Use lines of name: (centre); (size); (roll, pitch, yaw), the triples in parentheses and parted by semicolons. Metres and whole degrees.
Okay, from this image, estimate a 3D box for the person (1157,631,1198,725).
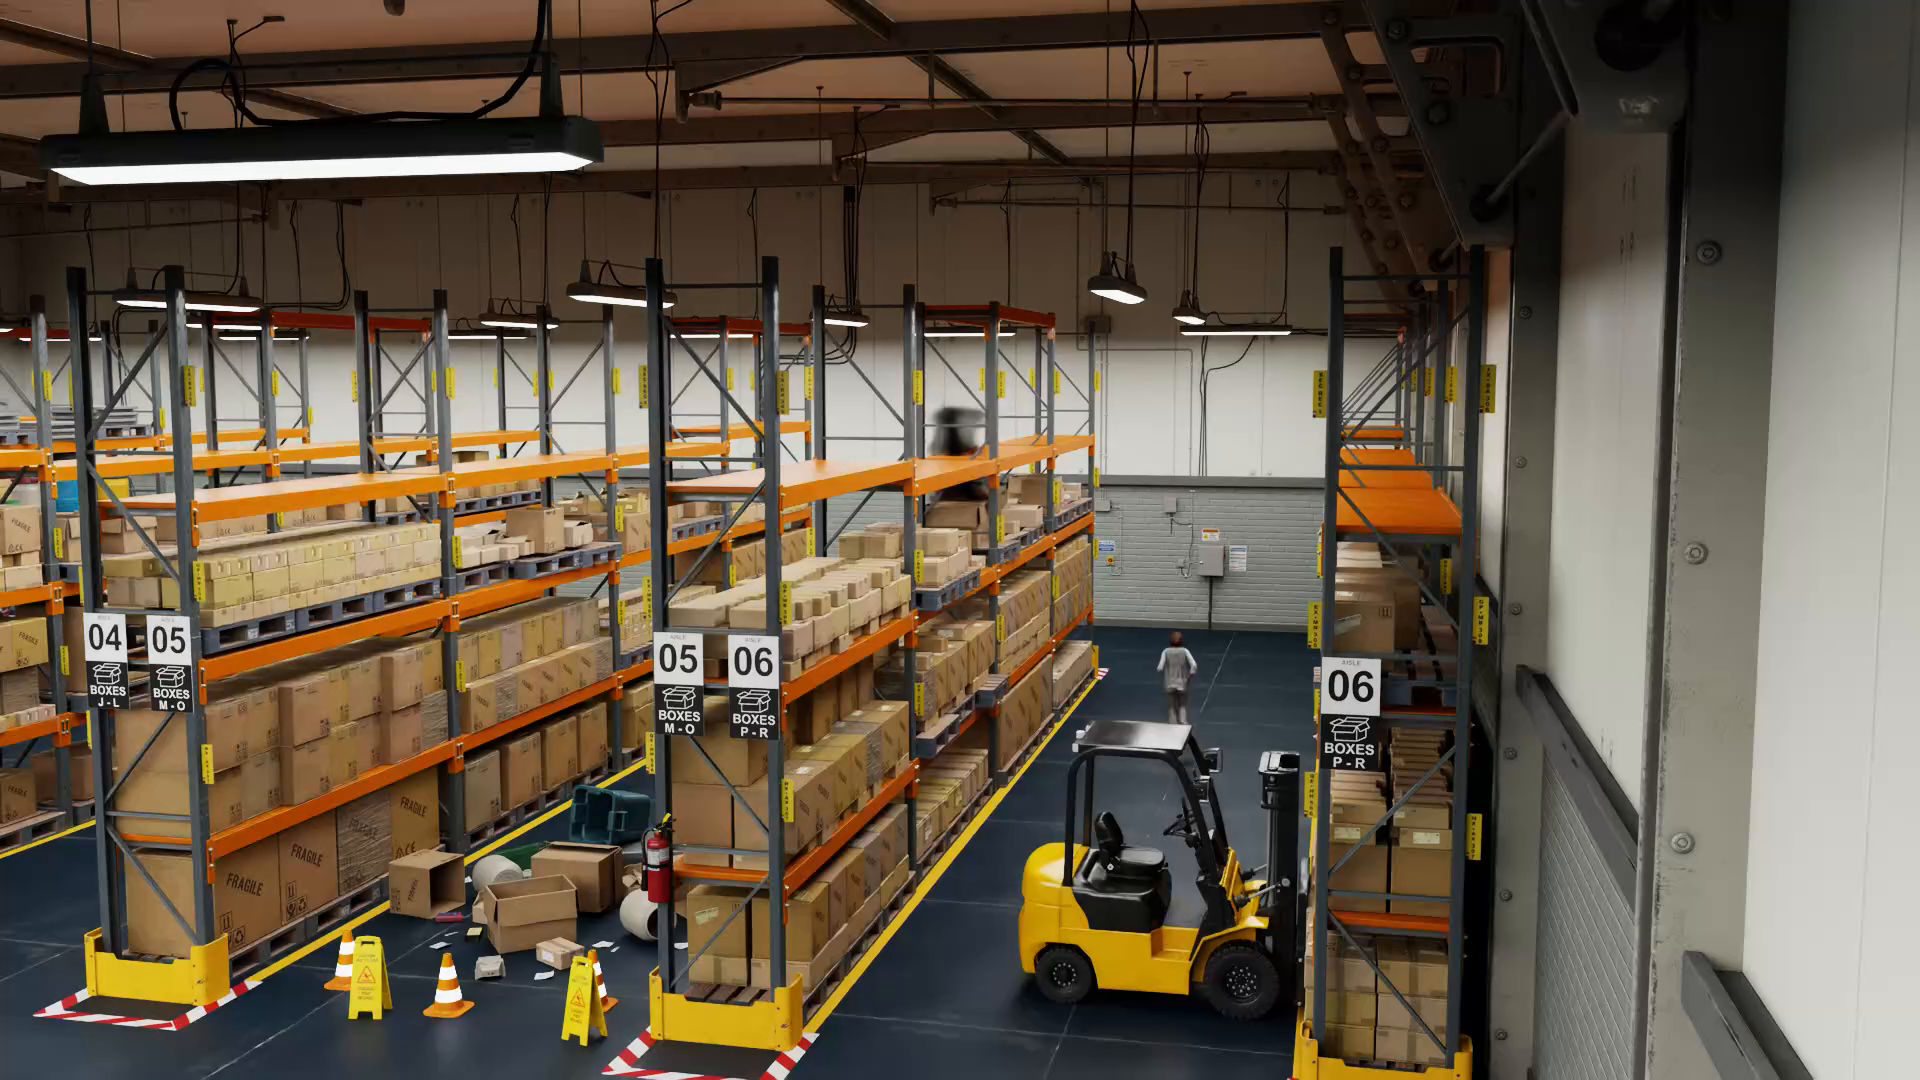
person: (3.008, 2.037, 23.118); (0.540, 1.563, 0.610); (0, 6, 2)
